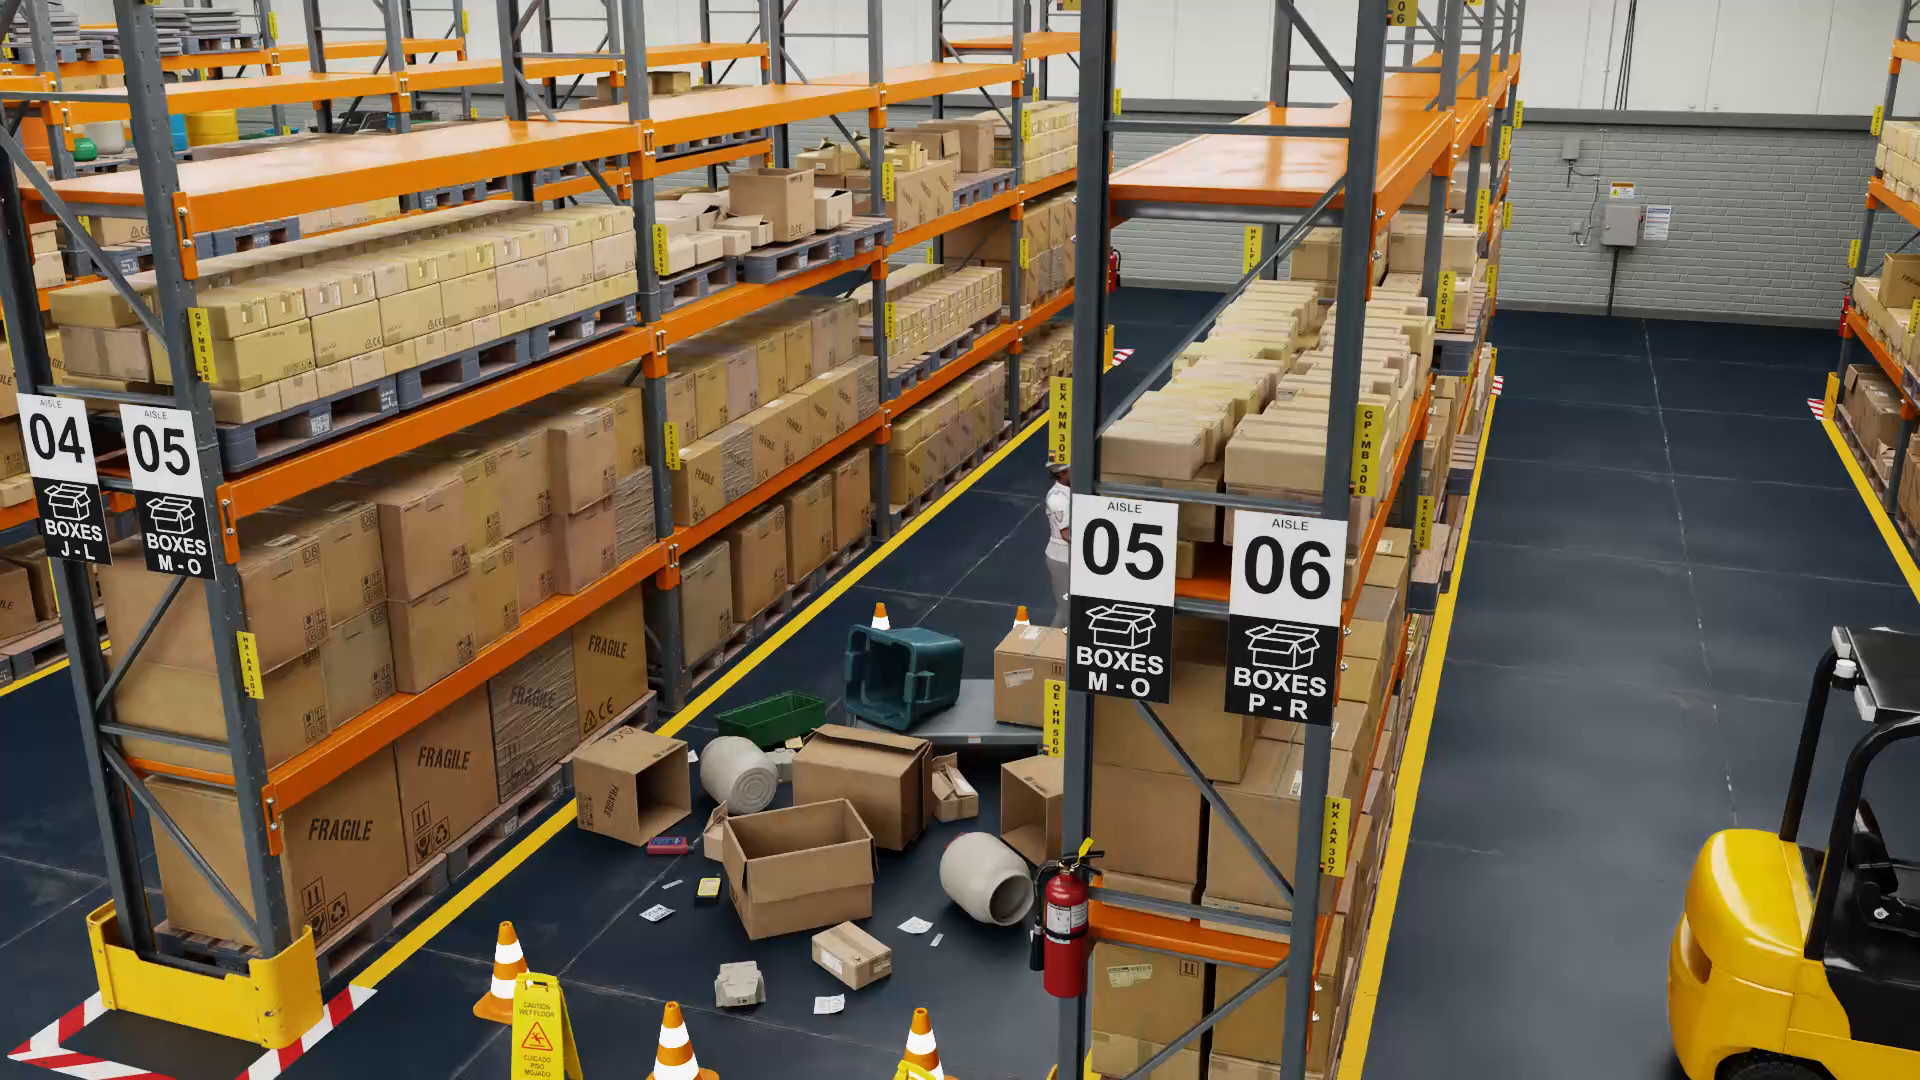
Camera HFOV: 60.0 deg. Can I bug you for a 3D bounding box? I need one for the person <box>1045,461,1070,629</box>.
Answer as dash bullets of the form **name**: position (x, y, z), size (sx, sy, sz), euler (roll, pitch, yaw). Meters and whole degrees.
- **person**: position (0.885, 0.148, 12.491), size (0.534, 1.682, 0.450), euler (7, 20, 19)
